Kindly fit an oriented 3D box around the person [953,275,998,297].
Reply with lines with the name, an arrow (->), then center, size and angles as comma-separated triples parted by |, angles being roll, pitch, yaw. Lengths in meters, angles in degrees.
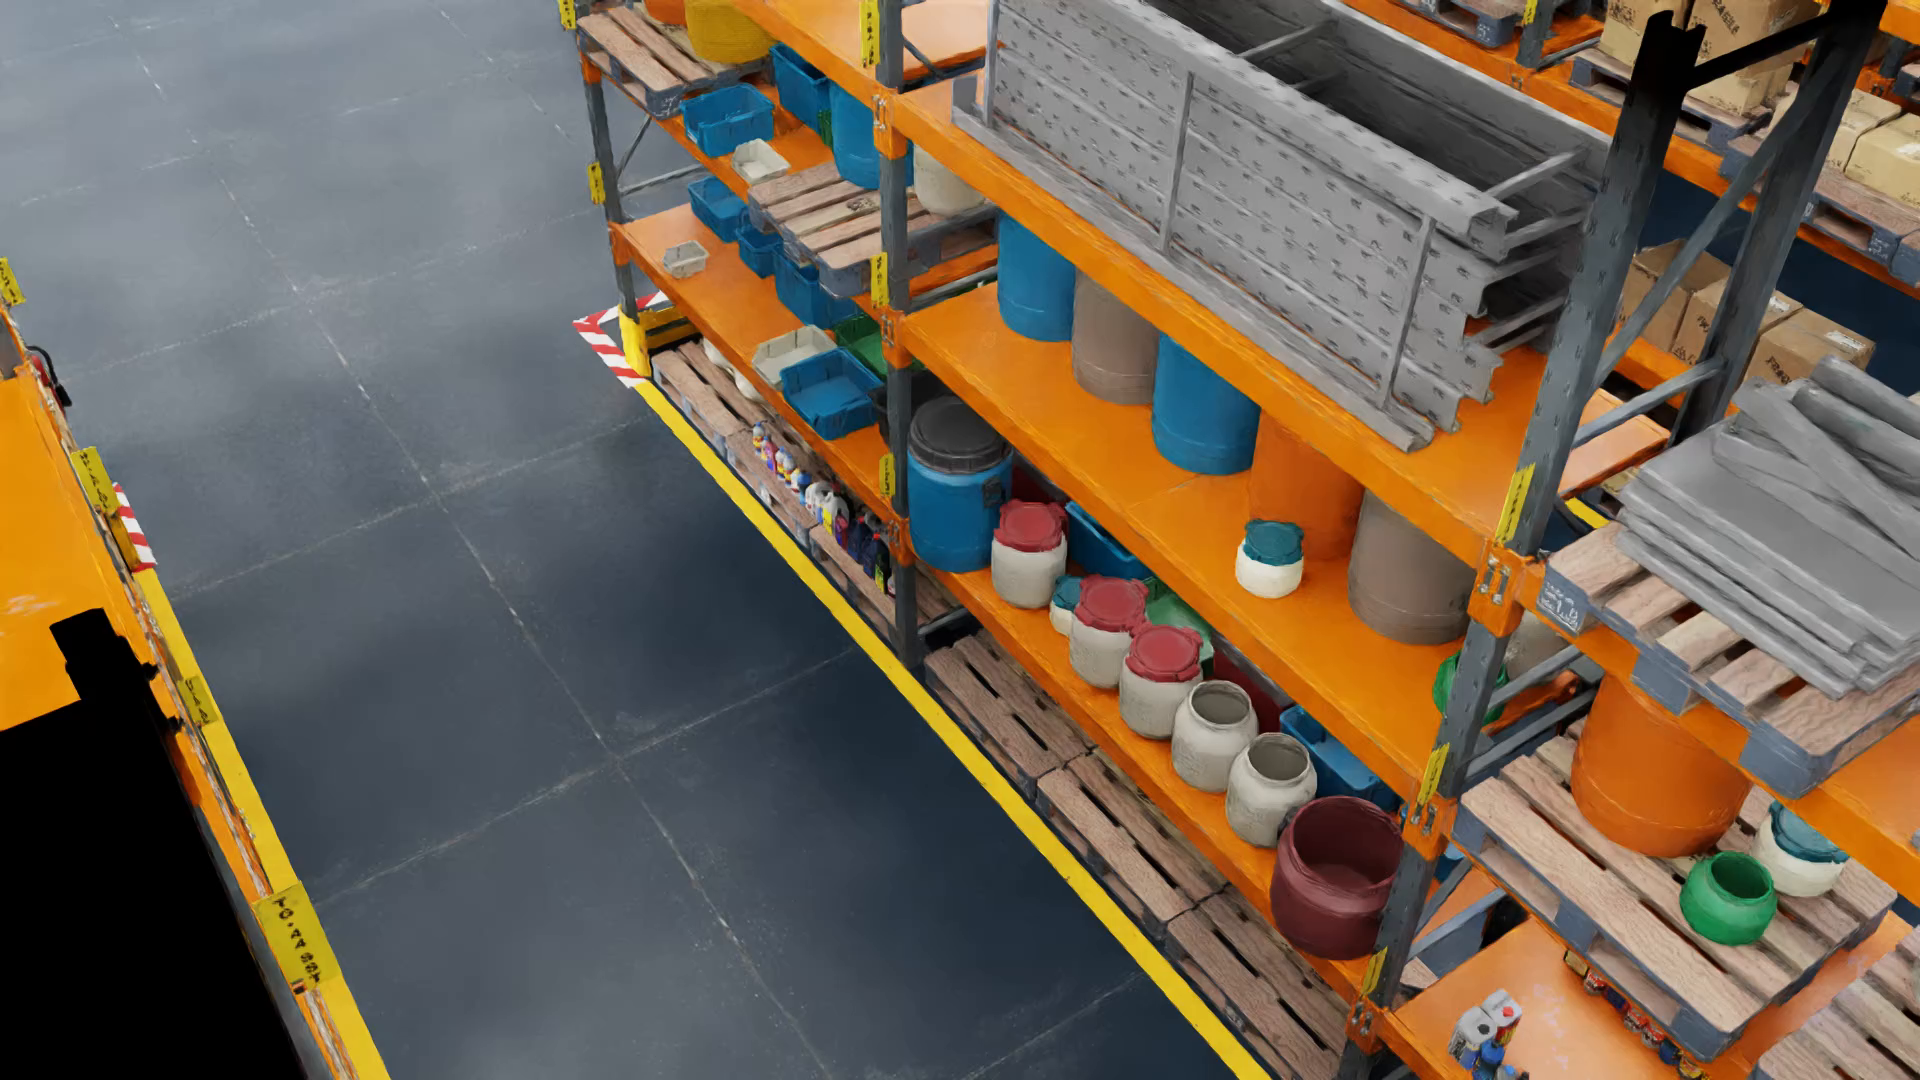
person -> 0.198, -2.188, 12.846 | 0.526, 1.728, 1.031 | -32, 51, -30
